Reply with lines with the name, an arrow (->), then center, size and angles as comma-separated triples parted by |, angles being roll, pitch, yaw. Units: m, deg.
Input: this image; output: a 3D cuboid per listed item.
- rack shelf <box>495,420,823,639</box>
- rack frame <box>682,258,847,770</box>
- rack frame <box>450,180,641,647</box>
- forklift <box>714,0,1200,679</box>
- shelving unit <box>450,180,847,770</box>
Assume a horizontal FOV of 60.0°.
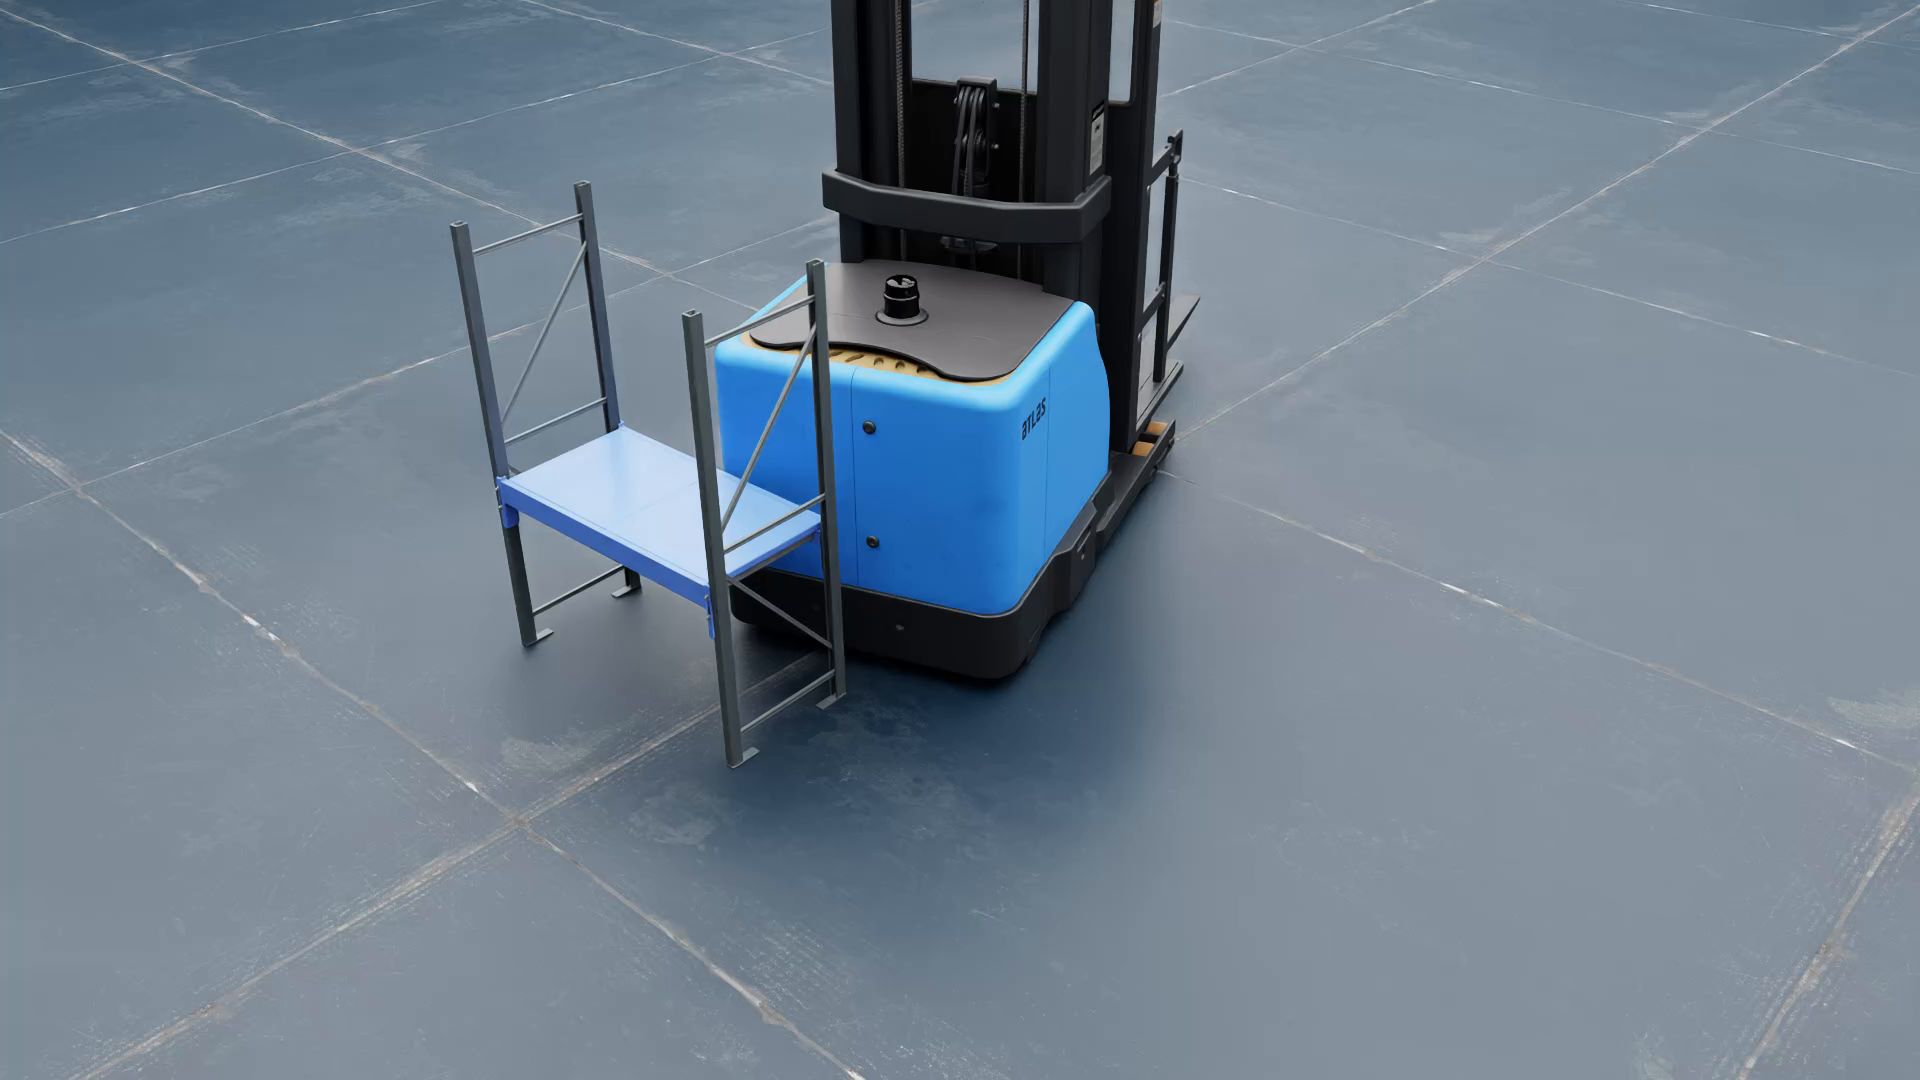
rack shelf -> -0.933, -0.058, 5.236 | 1.000, 0.185, 0.538 | 24, 39, 34
rack frame -> -0.546, -0.042, 4.861 | 0.032, 1.500, 0.500 | 24, 39, 34
rack frame -> -1.322, -0.381, 5.424 | 0.032, 1.500, 0.500 | 24, 39, 34
forklift -> 0.234, -1.554, 5.989 | 1.130, 2.935, 3.031 | 12, 33, 19
shelving unit -> -0.934, -0.211, 5.143 | 1.048, 1.500, 0.538 | 24, 39, 34
